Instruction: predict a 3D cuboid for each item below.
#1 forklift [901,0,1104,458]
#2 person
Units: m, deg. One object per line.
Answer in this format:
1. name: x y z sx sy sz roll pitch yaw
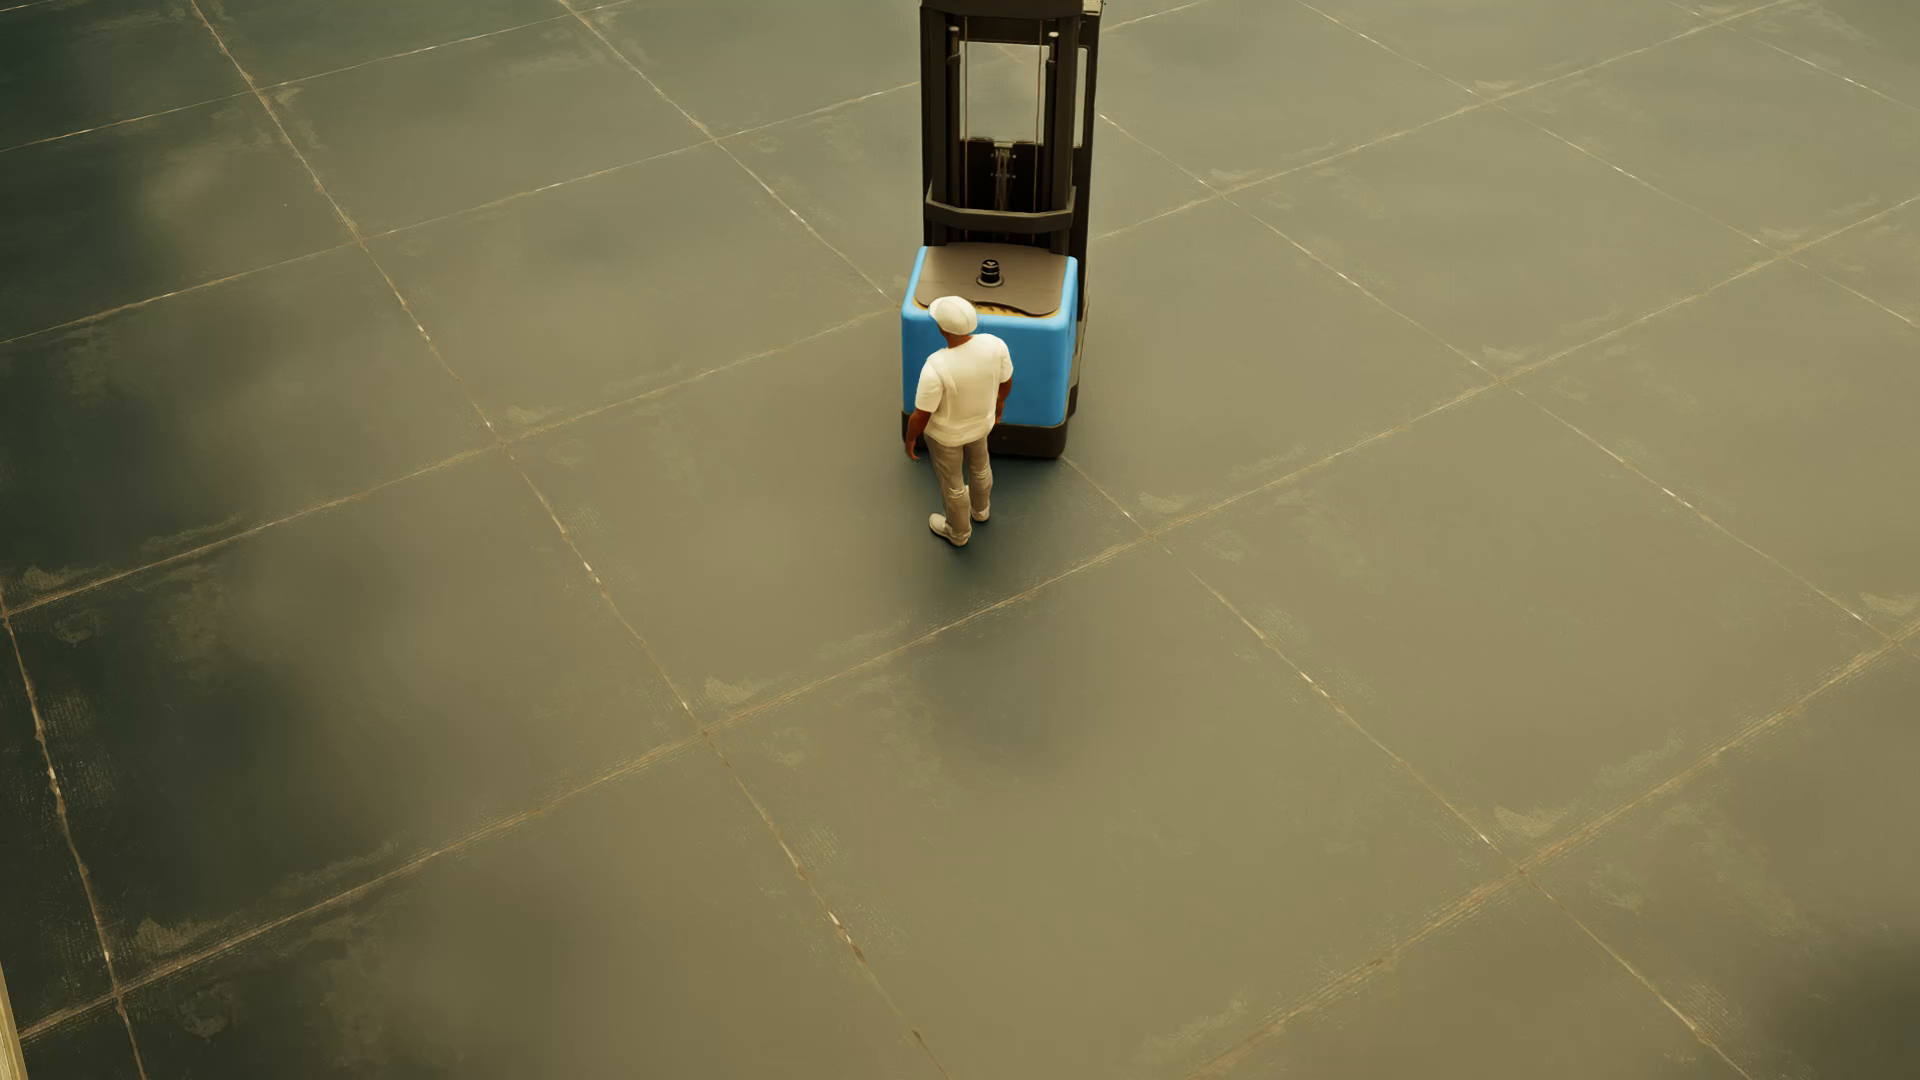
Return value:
1. forklift: 0.334 -2.598 10.844 1.130 2.935 3.031 5 41 6
2. person: -0.048 -0.706 9.558 0.668 1.765 0.572 -22 46 -24
